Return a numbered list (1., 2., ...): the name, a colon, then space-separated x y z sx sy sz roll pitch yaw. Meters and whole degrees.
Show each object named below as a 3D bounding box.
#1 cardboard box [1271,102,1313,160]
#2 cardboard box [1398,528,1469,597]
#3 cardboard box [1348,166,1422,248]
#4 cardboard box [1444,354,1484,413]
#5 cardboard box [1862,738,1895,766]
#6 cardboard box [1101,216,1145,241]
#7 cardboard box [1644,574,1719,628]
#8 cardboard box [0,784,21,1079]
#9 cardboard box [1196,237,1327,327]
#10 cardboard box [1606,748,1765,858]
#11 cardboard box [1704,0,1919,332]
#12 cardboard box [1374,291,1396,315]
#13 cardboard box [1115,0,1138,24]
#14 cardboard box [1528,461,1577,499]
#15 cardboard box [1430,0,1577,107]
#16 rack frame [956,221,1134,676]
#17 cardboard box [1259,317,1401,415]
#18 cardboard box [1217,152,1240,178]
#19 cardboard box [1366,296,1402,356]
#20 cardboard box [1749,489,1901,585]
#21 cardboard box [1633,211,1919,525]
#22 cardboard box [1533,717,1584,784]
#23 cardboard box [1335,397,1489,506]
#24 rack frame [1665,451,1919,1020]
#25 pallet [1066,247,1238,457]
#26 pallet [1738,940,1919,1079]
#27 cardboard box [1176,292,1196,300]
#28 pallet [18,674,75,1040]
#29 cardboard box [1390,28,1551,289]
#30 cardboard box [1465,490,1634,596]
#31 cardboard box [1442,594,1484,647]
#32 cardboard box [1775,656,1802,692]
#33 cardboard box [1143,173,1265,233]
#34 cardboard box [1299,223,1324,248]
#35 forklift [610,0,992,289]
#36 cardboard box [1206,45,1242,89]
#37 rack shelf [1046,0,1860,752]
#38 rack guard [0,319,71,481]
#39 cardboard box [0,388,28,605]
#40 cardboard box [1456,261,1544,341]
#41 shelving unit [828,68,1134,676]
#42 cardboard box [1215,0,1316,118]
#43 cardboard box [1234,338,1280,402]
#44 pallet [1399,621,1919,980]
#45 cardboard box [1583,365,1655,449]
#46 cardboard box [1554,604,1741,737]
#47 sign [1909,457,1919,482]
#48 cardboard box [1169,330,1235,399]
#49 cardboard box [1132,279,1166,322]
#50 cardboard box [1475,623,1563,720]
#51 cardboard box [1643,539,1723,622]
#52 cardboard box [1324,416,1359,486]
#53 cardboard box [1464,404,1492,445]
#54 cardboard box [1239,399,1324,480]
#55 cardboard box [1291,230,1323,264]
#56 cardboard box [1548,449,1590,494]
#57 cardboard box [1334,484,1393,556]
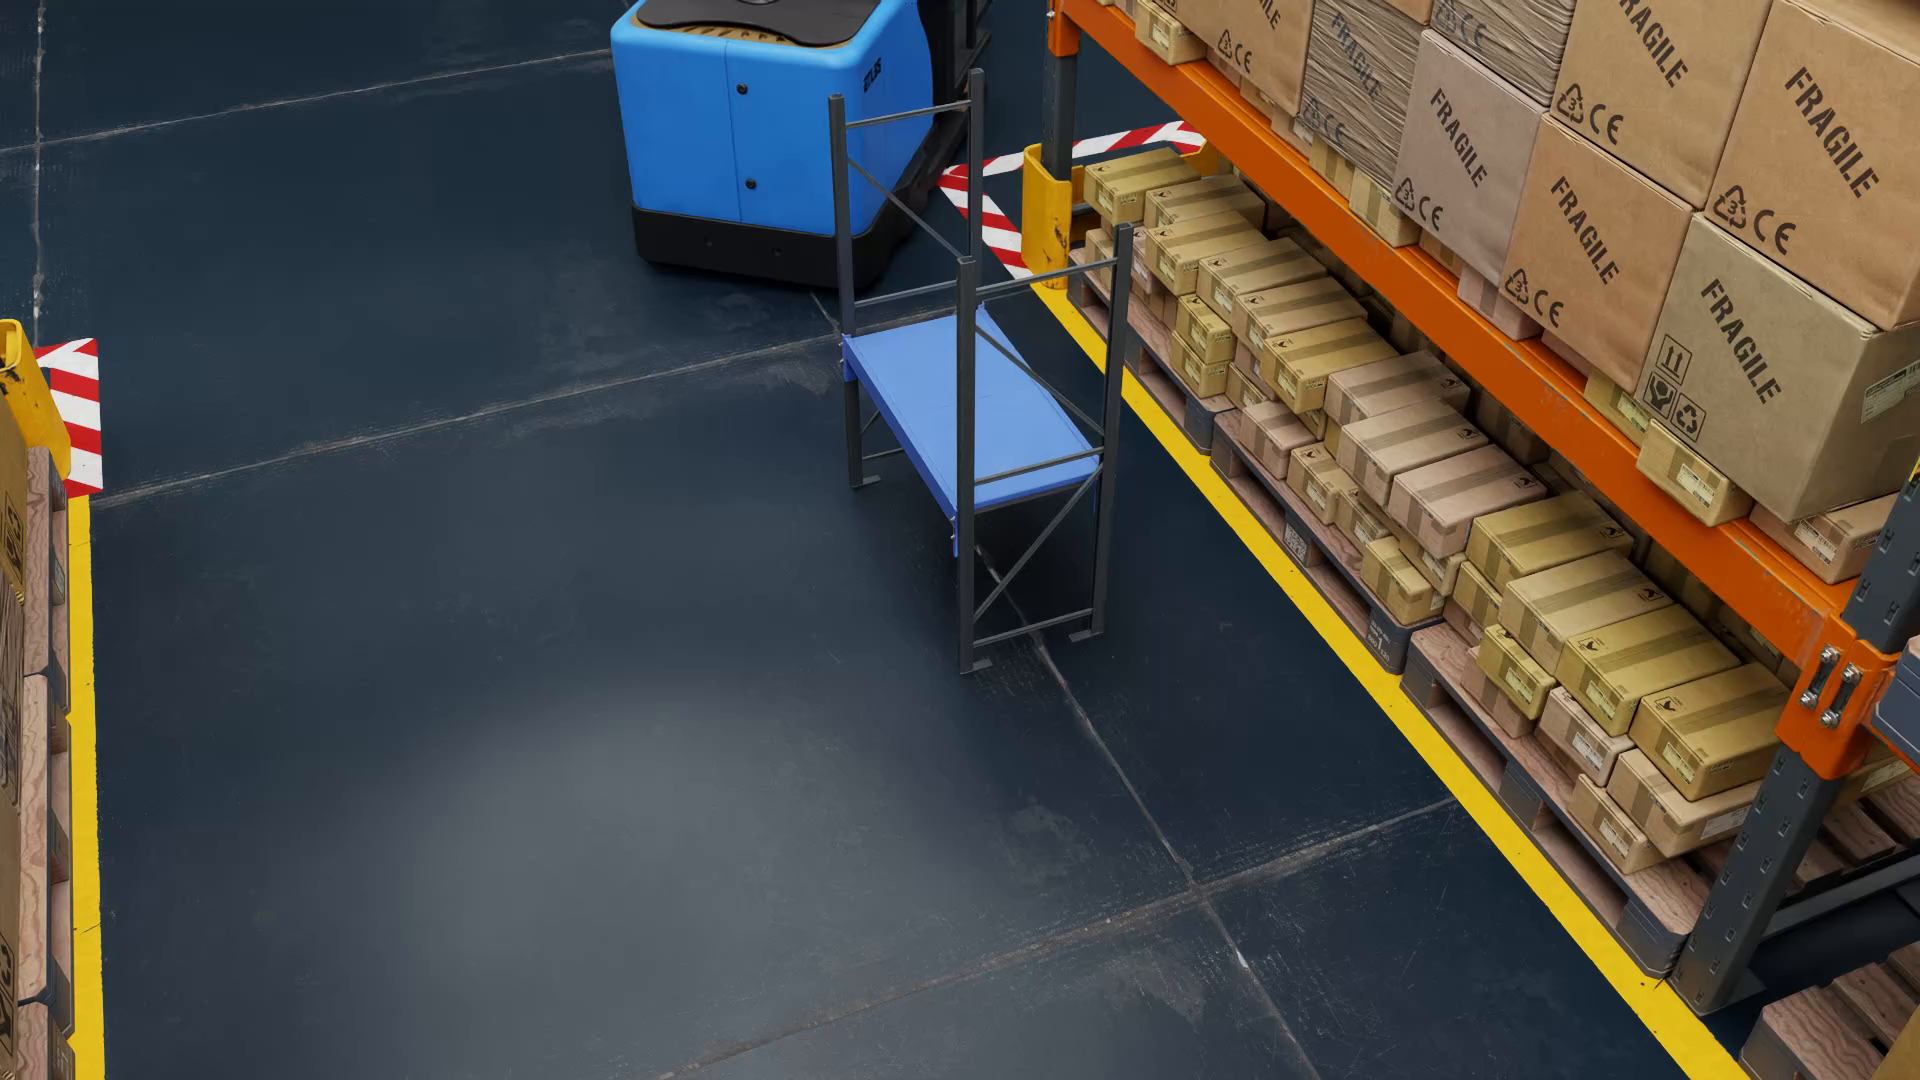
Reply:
1. cardboard box: 1.204 -1.329 5.188 0.380 0.149 0.250 -16 43 -18
2. cardboard box: 1.580 0.000 5.086 0.380 0.149 0.250 -14 43 -16
3. cardboard box: 1.359 -1.000 4.805 0.380 0.149 0.250 -14 43 -16
4. cardboard box: 1.835 -0.568 5.518 0.380 0.149 0.250 -15 43 -17
5. cardboard box: 2.506 0.453 4.559 0.380 0.149 0.250 -13 42 -15
6. cardboard box: 0.782 -1.278 6.572 0.380 0.149 0.250 -13 42 -15
7. cardboard box: 2.200 0.186 4.870 0.380 0.149 0.250 -15 43 -17
8. cardboard box: -2.795 0.806 3.820 0.875 0.875 0.875 -15 43 -17
9. cardboard box: 1.071 -0.922 5.930 0.380 0.149 0.250 -17 44 -19
10. cardboard box: 1.935 0.641 4.340 0.380 0.149 0.250 -14 43 -16
11. cardboard box: 1.920 -0.803 3.311 0.500 0.500 0.500 -17 43 -18
12. cardboard box: 1.710 -0.905 5.910 0.380 0.149 0.250 -14 43 -15
13. cardboard box: 0.776 -1.952 5.912 0.380 0.149 0.250 -14 43 -15
14. cardboard box: 2.016 -0.149 5.259 0.380 0.149 0.250 -13 42 -15
15. cardboard box: 1.534 -1.425 4.035 0.500 0.500 0.500 -14 43 -16
16. rack frame: 0.227 -0.211 4.845 0.500 1.500 0.032 -15 43 -17
17. cardboard box: 1.227 -0.583 5.535 0.380 0.149 0.250 -14 43 -16
18. cardboard box: 1.256 -1.515 6.619 0.380 0.149 0.250 -15 43 -16
19. cardboard box: 1.695 -0.790 6.004 0.380 0.149 0.250 -14 43 -16
20. cardboard box: 2.024 -0.076 3.730 0.380 0.149 0.250 -16 43 -17
21. cardboard box: 1.903 -0.429 3.643 0.500 0.500 0.500 -15 43 -17
22. cardboard box: 1.862 0.536 4.691 0.380 0.149 0.250 -14 43 -16
23. cardboard box: 1.406 -0.278 5.181 0.380 0.149 0.250 -17 43 -18
24. rack frame: 2.349 -0.057 3.516 1.000 3.000 0.127 -15 43 -17
25. pallet: 1.126 -0.866 6.595 1.003 0.211 1.213 -15 43 -17
26. pallet: 2.649 1.469 3.880 1.003 0.211 1.213 -15 43 -17
27. cardboard box: 1.010 -0.974 6.218 0.380 0.149 0.250 -15 43 -16
28. pallet: -2.961 0.963 4.469 1.003 0.211 1.213 -15 43 -17
29. cardboard box: 1.517 -1.042 4.356 0.500 0.500 0.500 -15 43 -17
30. cardboard box: 1.709 0.021 4.833 0.380 0.149 0.250 -14 43 -15
31. cardboard box: 1.713 0.204 5.077 0.380 0.149 0.250 -16 43 -18
32. cardboard box: 2.409 0.380 4.416 0.380 0.149 0.250 -13 42 -15
33. cardboard box: 0.922 -1.234 6.293 0.380 0.149 0.250 -14 43 -16
34. cardboard box: 1.515 -1.225 6.282 0.380 0.149 0.250 -16 43 -18
35. forklift: -0.492 -3.111 7.120 1.130 2.935 3.031 10 42 12
36. cardboard box: 1.055 -1.654 5.566 0.380 0.149 0.250 -13 42 -15
37. rack shelf: 1.584 -0.989 5.152 1.077 0.370 4.000 -15 43 -17
38. rack guard: -3.812 -0.357 5.782 1.175 0.500 0.348 -15 43 -17
39. cardboard box: -3.484 -0.278 5.081 0.875 0.875 0.875 -15 43 -17
40. cardboard box: 1.570 -0.697 4.453 0.380 0.149 0.250 -17 43 -19
41. shelving unit: 0.033 -0.517 5.201 0.538 1.500 1.048 -15 43 -17
42. cardboard box: 1.140 -1.664 5.080 0.500 0.500 0.500 -15 43 -16
43. cardboard box: 1.197 -0.656 5.849 0.380 0.149 0.250 -17 44 -19
44. pallet: 2.060 0.604 4.886 1.003 0.211 1.213 -15 43 -17
45. cardboard box: 1.778 -0.380 4.084 0.380 0.149 0.250 -13 42 -15
46. cardboard box: 1.838 0.345 4.456 0.380 0.149 0.250 -15 43 -16
47. sign: 1.851 -0.246 3.071 0.100 0.325 0.005 -15 43 -17
48. cardboard box: 0.997 -0.683 6.108 0.380 0.149 0.250 -15 43 -16
49. cardboard box: 0.899 -1.013 6.491 0.380 0.149 0.250 -15 43 -17
50. cardboard box: 1.701 0.324 4.709 0.380 0.149 0.250 -17 43 -18
51. cardboard box: 2.216 0.059 4.789 0.380 0.149 0.250 -16 43 -17
52. cardboard box: 1.434 -0.338 5.479 0.380 0.149 0.250 -13 42 -15
53. cardboard box: 1.907 -0.472 5.635 0.380 0.149 0.250 -15 43 -16
54. cardboard box: 1.198 -0.382 5.758 0.380 0.149 0.250 -17 44 -19
55. cardboard box: 1.485 -1.099 6.363 0.380 0.149 0.250 -17 43 -19
56. cardboard box: 2.073 -0.266 5.167 0.380 0.149 0.250 -14 43 -16
57. cardboard box: 1.451 -0.084 5.412 0.380 0.149 0.250 -14 43 -16
